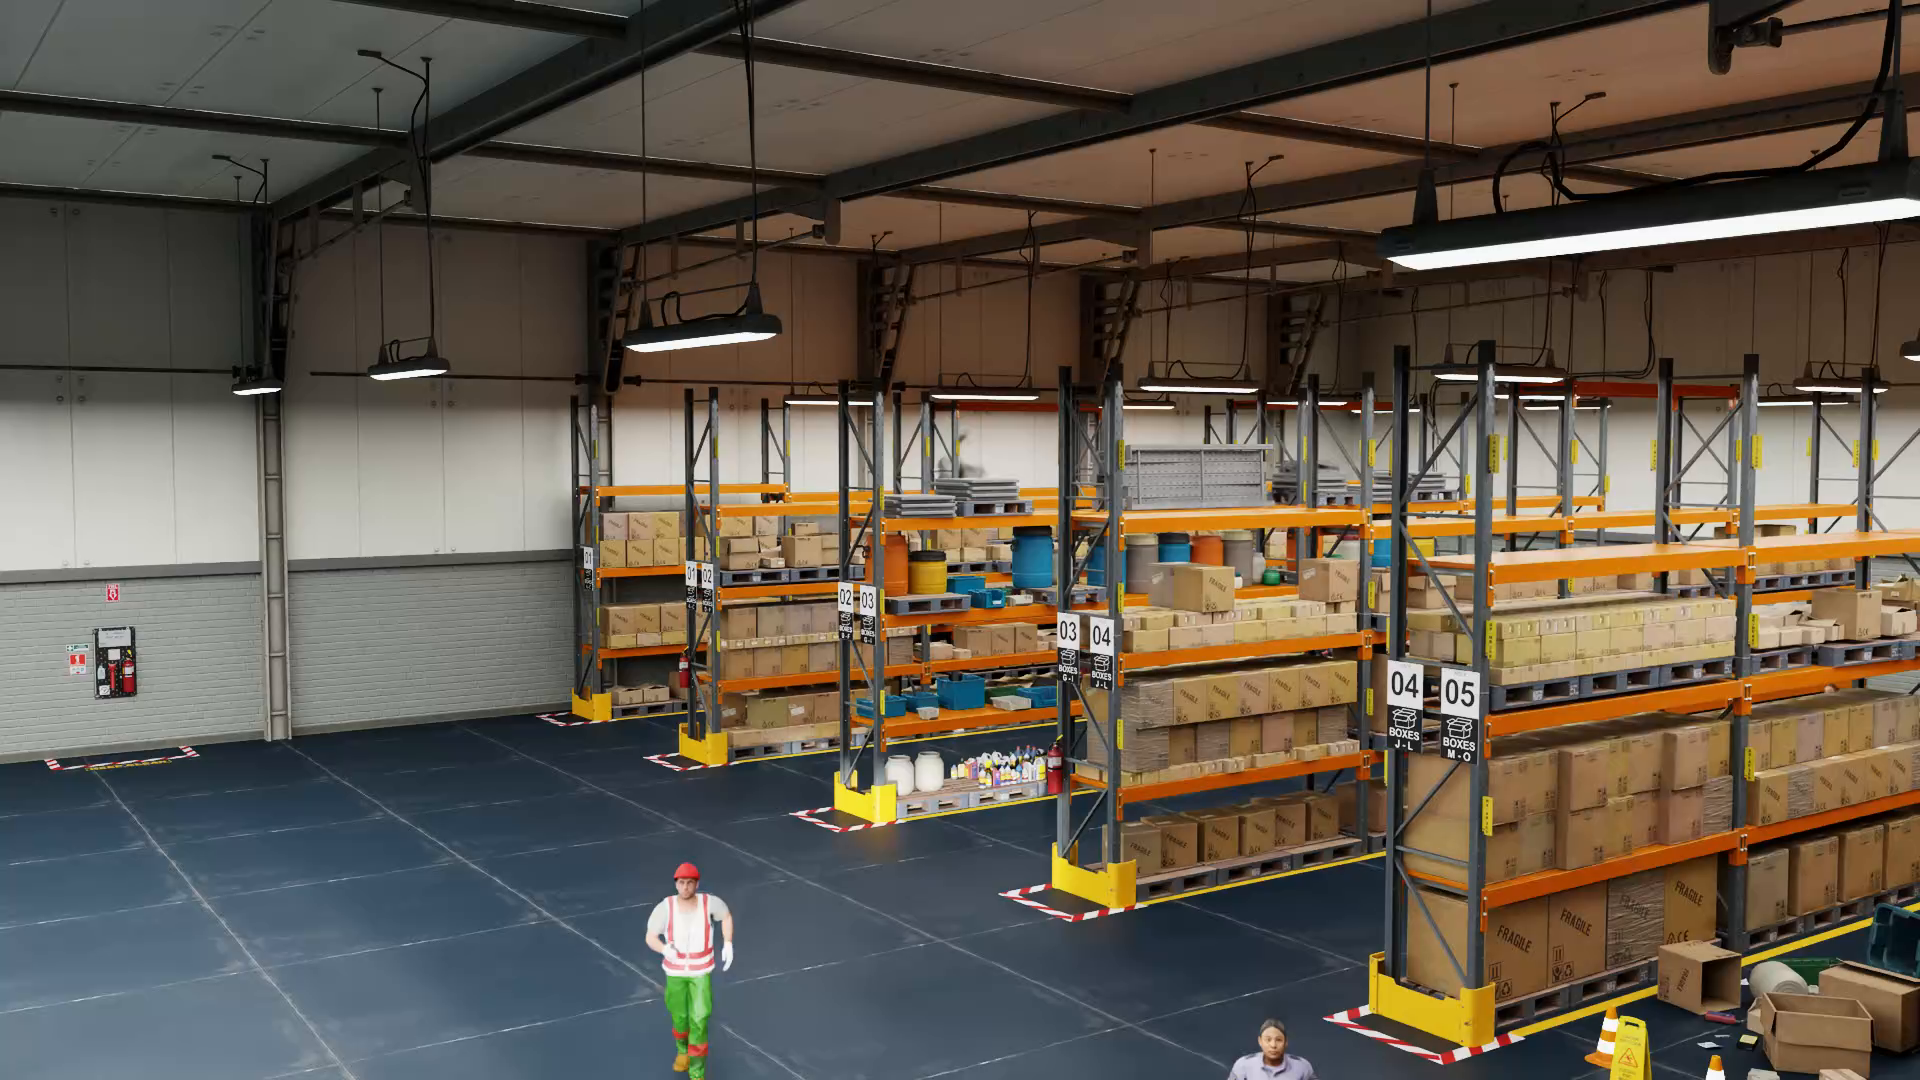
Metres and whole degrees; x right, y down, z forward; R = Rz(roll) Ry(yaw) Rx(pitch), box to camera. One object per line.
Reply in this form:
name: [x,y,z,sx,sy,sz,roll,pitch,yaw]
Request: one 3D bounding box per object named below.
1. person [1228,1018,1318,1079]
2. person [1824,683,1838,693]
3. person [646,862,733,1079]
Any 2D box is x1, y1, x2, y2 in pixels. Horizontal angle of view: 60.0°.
person: [1.916,3.745,10.243,0.609,1.612,0.546,1,4,14]
person: [12.589,2.897,24.169,0.553,1.629,0.557,-3,5,-44]
person: [-2.155,3.470,13.262,0.683,1.844,0.817,0,3,-5]
